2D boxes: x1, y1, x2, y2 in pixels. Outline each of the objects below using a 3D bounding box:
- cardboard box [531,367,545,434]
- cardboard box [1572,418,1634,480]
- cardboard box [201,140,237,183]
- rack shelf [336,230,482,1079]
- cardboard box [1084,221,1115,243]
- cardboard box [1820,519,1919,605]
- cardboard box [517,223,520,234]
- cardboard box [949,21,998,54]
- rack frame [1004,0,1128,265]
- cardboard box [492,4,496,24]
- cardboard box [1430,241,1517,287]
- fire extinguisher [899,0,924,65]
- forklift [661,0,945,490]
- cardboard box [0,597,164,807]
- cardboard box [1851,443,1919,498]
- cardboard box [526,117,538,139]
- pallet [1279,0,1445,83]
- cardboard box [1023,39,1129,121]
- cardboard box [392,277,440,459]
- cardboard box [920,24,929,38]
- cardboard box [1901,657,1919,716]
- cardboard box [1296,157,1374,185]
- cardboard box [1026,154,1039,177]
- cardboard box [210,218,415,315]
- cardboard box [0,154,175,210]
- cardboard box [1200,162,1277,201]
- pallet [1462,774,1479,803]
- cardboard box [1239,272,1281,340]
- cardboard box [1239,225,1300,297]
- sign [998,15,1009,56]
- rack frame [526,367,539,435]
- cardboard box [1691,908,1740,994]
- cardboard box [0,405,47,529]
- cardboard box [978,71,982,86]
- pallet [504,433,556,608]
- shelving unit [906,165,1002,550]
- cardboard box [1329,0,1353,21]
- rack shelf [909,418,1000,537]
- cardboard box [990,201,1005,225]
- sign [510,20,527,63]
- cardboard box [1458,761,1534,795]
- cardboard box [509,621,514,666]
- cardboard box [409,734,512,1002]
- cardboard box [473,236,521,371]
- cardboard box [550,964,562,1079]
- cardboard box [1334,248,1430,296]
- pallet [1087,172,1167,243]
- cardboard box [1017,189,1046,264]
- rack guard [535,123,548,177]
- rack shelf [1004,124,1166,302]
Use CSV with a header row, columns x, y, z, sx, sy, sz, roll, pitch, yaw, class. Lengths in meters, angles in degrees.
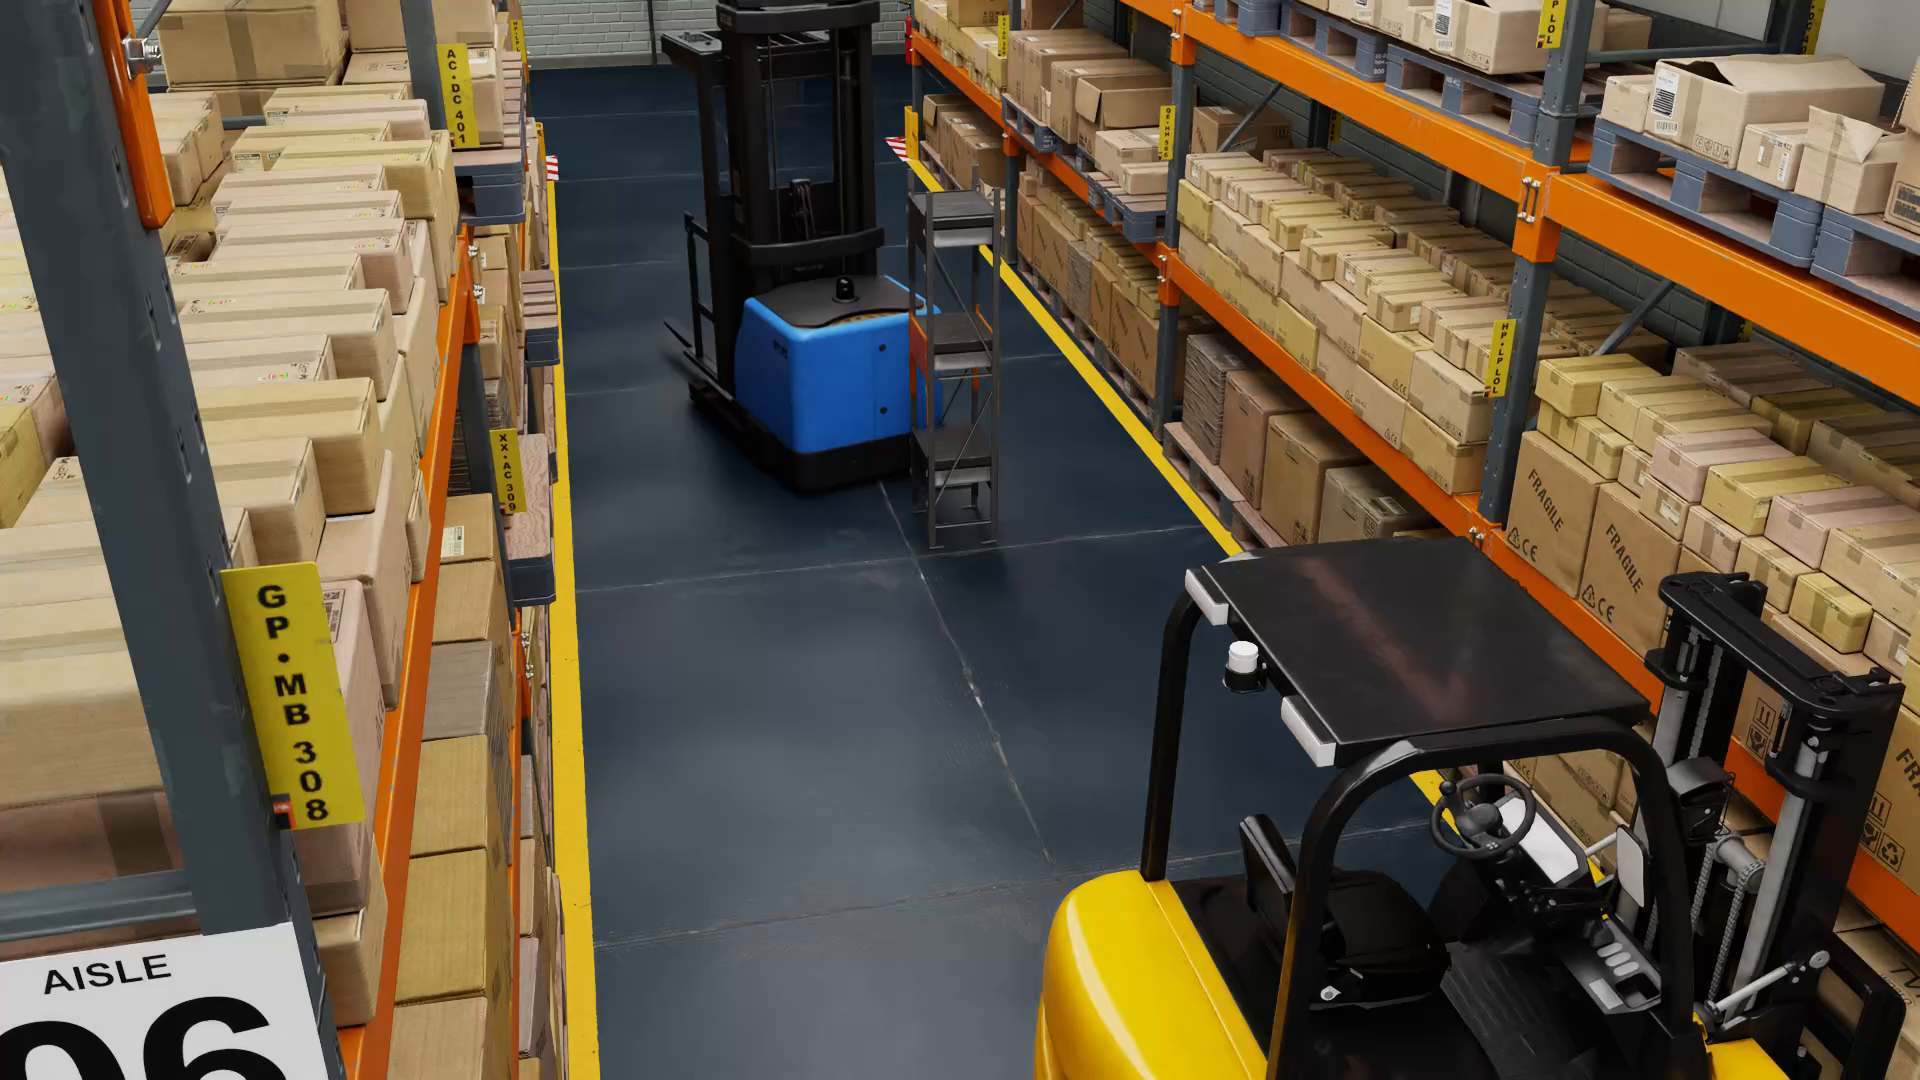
x,y,z,sx,sy,sz,roll,pitch,yaw,class
-3.120,-1.105,10.503,0.875,0.875,0.875,-6,27,-12,cardboard box
2.567,-0.358,6.300,0.380,0.149,0.250,-5,27,-10,cardboard box
-2.311,-0.983,4.875,0.500,0.250,0.500,-7,28,-13,cardboard box
-1.693,0.061,3.769,1.077,0.370,4.000,-6,27,-12,rack shelf
1.155,-2.311,12.587,0.380,0.149,0.250,-6,27,-11,cardboard box
2.915,0.064,5.134,0.380,0.149,0.250,-6,27,-11,cardboard box
-3.156,-2.183,10.912,0.500,0.250,0.500,-5,27,-10,cardboard box
0.194,-4.746,15.660,0.500,0.250,0.500,-7,28,-13,cardboard box
0.889,-3.816,13.982,1.000,3.000,0.127,-6,27,-12,rack frame
-2.135,-1.997,6.749,0.500,0.250,0.500,-6,27,-12,cardboard box
2.586,-1.380,8.324,0.380,0.149,0.250,-6,27,-12,cardboard box
-0.496,-5.389,17.598,0.296,0.674,0.183,-6,27,-12,fire extinguisher
-1.232,-2.249,10.952,1.130,2.935,3.031,-14,30,-25,forklift
-1.124,0.198,2.094,0.380,0.149,0.250,-6,27,-12,cardboard box
3.303,-0.213,5.683,0.380,0.149,0.250,-6,27,-12,cardboard box
-4.602,-3.831,16.388,0.875,0.438,0.875,-7,28,-13,cardboard box
2.285,-2.536,8.326,1.003,0.211,1.213,-5,27,-9,pallet
0.896,-3.586,12.949,0.700,0.500,0.500,-6,27,-11,cardboard box
-1.437,-0.369,3.659,0.500,0.250,0.500,-5,27,-10,cardboard box
-0.206,-5.288,17.177,0.380,0.149,0.250,-6,27,-12,cardboard box
2.929,0.433,4.732,0.380,0.149,0.250,-6,27,-11,cardboard box
2.228,-2.169,9.887,0.380,0.149,0.250,-5,27,-10,cardboard box
0.769,-3.132,13.884,0.380,0.149,0.250,-6,27,-12,cardboard box
-1.417,-0.594,3.662,0.380,0.149,0.250,-6,27,-11,cardboard box
-2.220,-0.864,4.198,0.380,0.149,0.250,-6,27,-12,cardboard box
1.636,-2.108,9.766,0.380,0.149,0.250,-5,27,-10,cardboard box
2.830,1.294,6.952,1.003,0.211,1.213,-6,27,-12,pallet
1.883,-1.327,9.217,0.500,0.250,0.500,-7,28,-13,cardboard box
1.864,-1.546,9.095,0.500,0.250,0.500,-7,28,-13,cardboard box
0.362,-4.144,13.671,0.100,0.325,0.005,-6,27,-12,sign
-3.045,-1.555,9.501,1.000,3.000,0.127,-6,27,-12,rack frame
2.830,1.421,5.637,0.500,0.250,0.500,-6,27,-12,cardboard box
-1.709,-0.088,2.660,0.380,0.149,0.250,-6,27,-11,cardboard box
0.376,-4.160,14.942,0.380,0.149,0.250,-5,27,-10,cardboard box
-2.174,-0.063,6.760,1.003,0.211,1.213,-6,27,-12,pallet
-0.037,-1.010,9.421,0.431,2.100,0.503,-6,27,-12,shelving unit
1.974,-2.554,7.854,0.380,0.149,0.250,-6,27,-12,cardboard box
-0.037,-0.373,9.742,0.431,0.518,0.480,-6,27,-12,rack shelf
0.477,-2.946,14.956,0.380,0.149,0.250,-7,28,-13,cardboard box
-3.420,-3.852,12.855,0.100,0.325,0.005,-6,27,-12,sign
2.478,0.982,7.062,0.500,0.250,0.500,-6,27,-11,cardboard box
-1.774,0.424,5.861,0.380,0.149,0.250,-6,27,-12,cardboard box
-1.437,0.871,4.255,0.500,0.500,0.500,-7,28,-13,cardboard box
-2.308,-1.061,7.617,0.500,0.500,0.500,-7,28,-14,cardboard box
-1.619,1.706,5.626,0.500,0.250,0.500,-7,28,-13,cardboard box
2.082,-1.324,8.213,0.380,0.149,0.250,-6,27,-11,cardboard box
1.569,-2.265,11.122,1.213,0.211,1.003,-6,27,-12,pallet
0.778,-2.653,13.985,0.500,0.500,0.500,-5,27,-9,cardboard box
-4.853,-3.961,17.044,1.175,0.500,0.348,-6,27,-12,rack guard
1.339,-2.617,12.405,1.077,0.370,4.000,-6,27,-12,rack shelf
